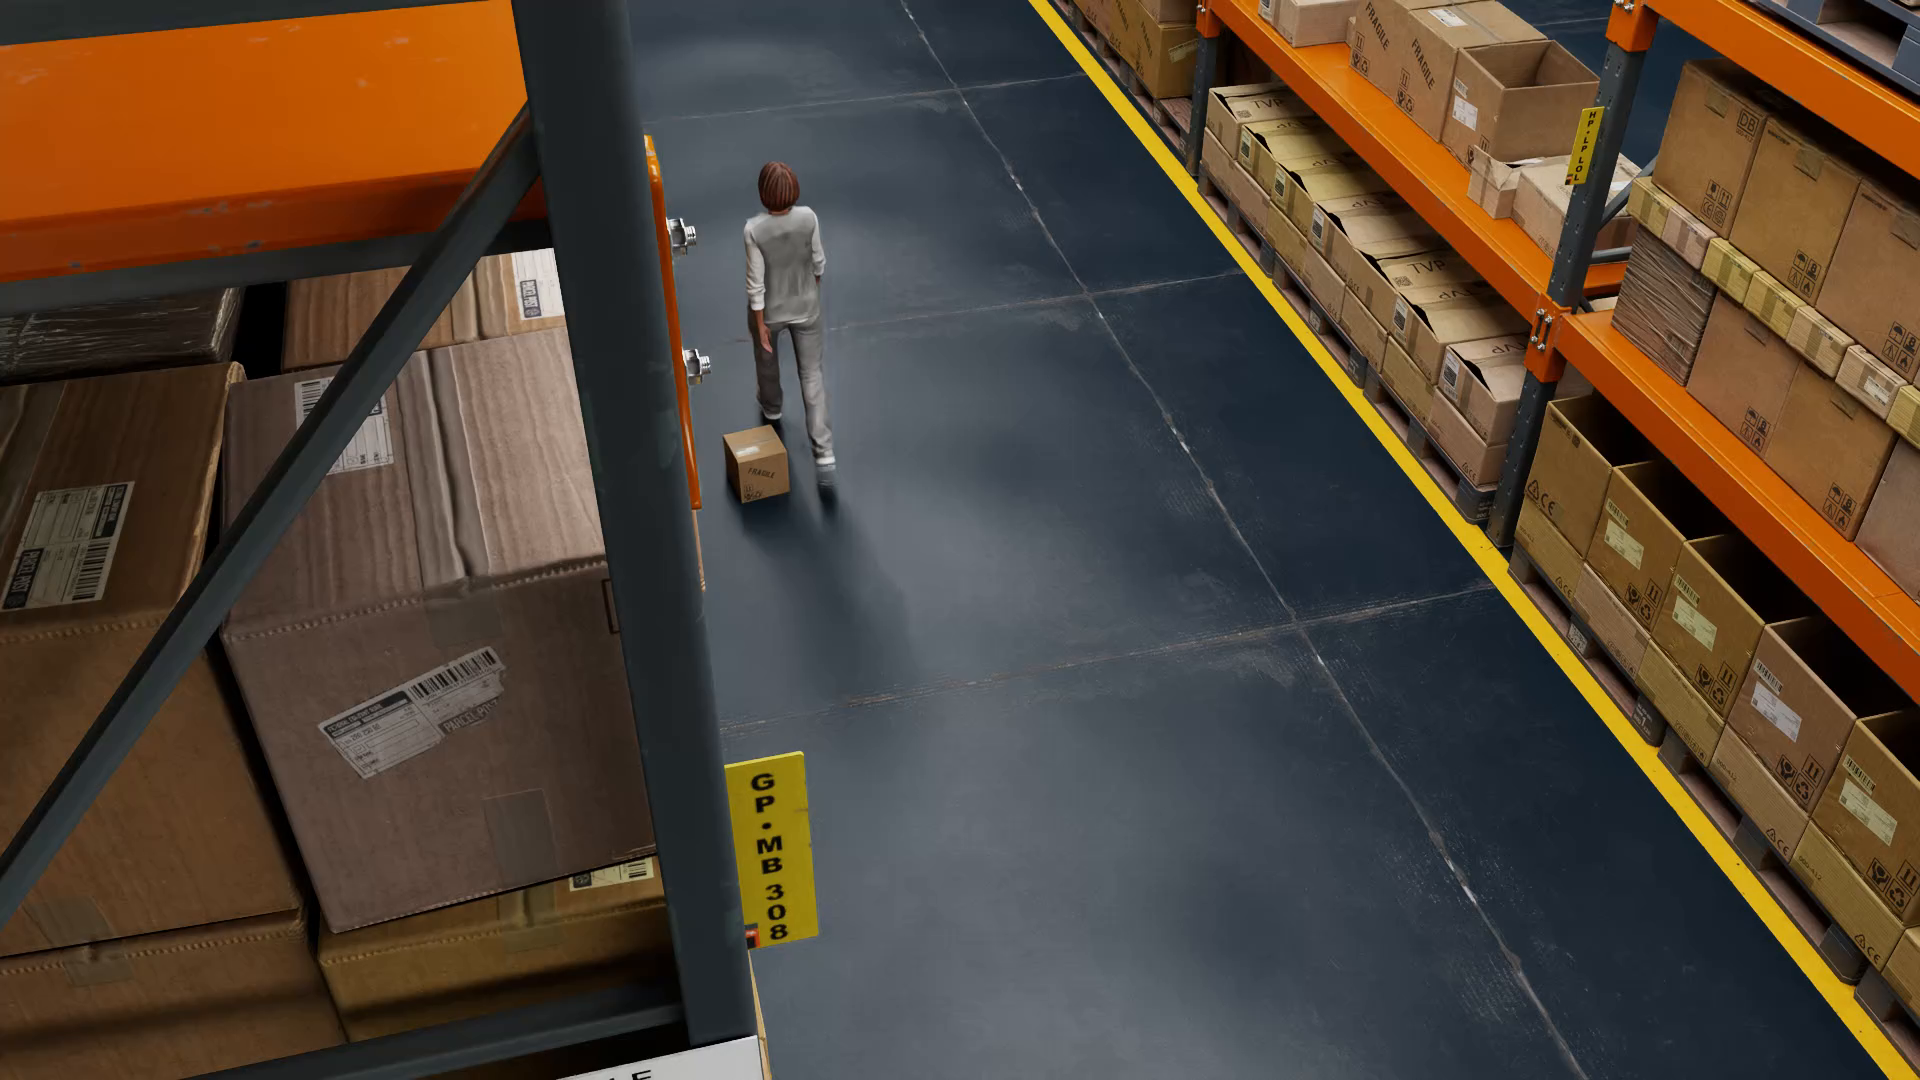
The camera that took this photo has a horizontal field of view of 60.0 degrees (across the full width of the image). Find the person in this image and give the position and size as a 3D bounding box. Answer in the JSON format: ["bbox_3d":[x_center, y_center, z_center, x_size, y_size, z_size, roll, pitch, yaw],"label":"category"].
[{"bbox_3d":[-0.834,-1.127,8.057,0.409,1.545,0.922,-11,40,-13],"label":"person"}]
